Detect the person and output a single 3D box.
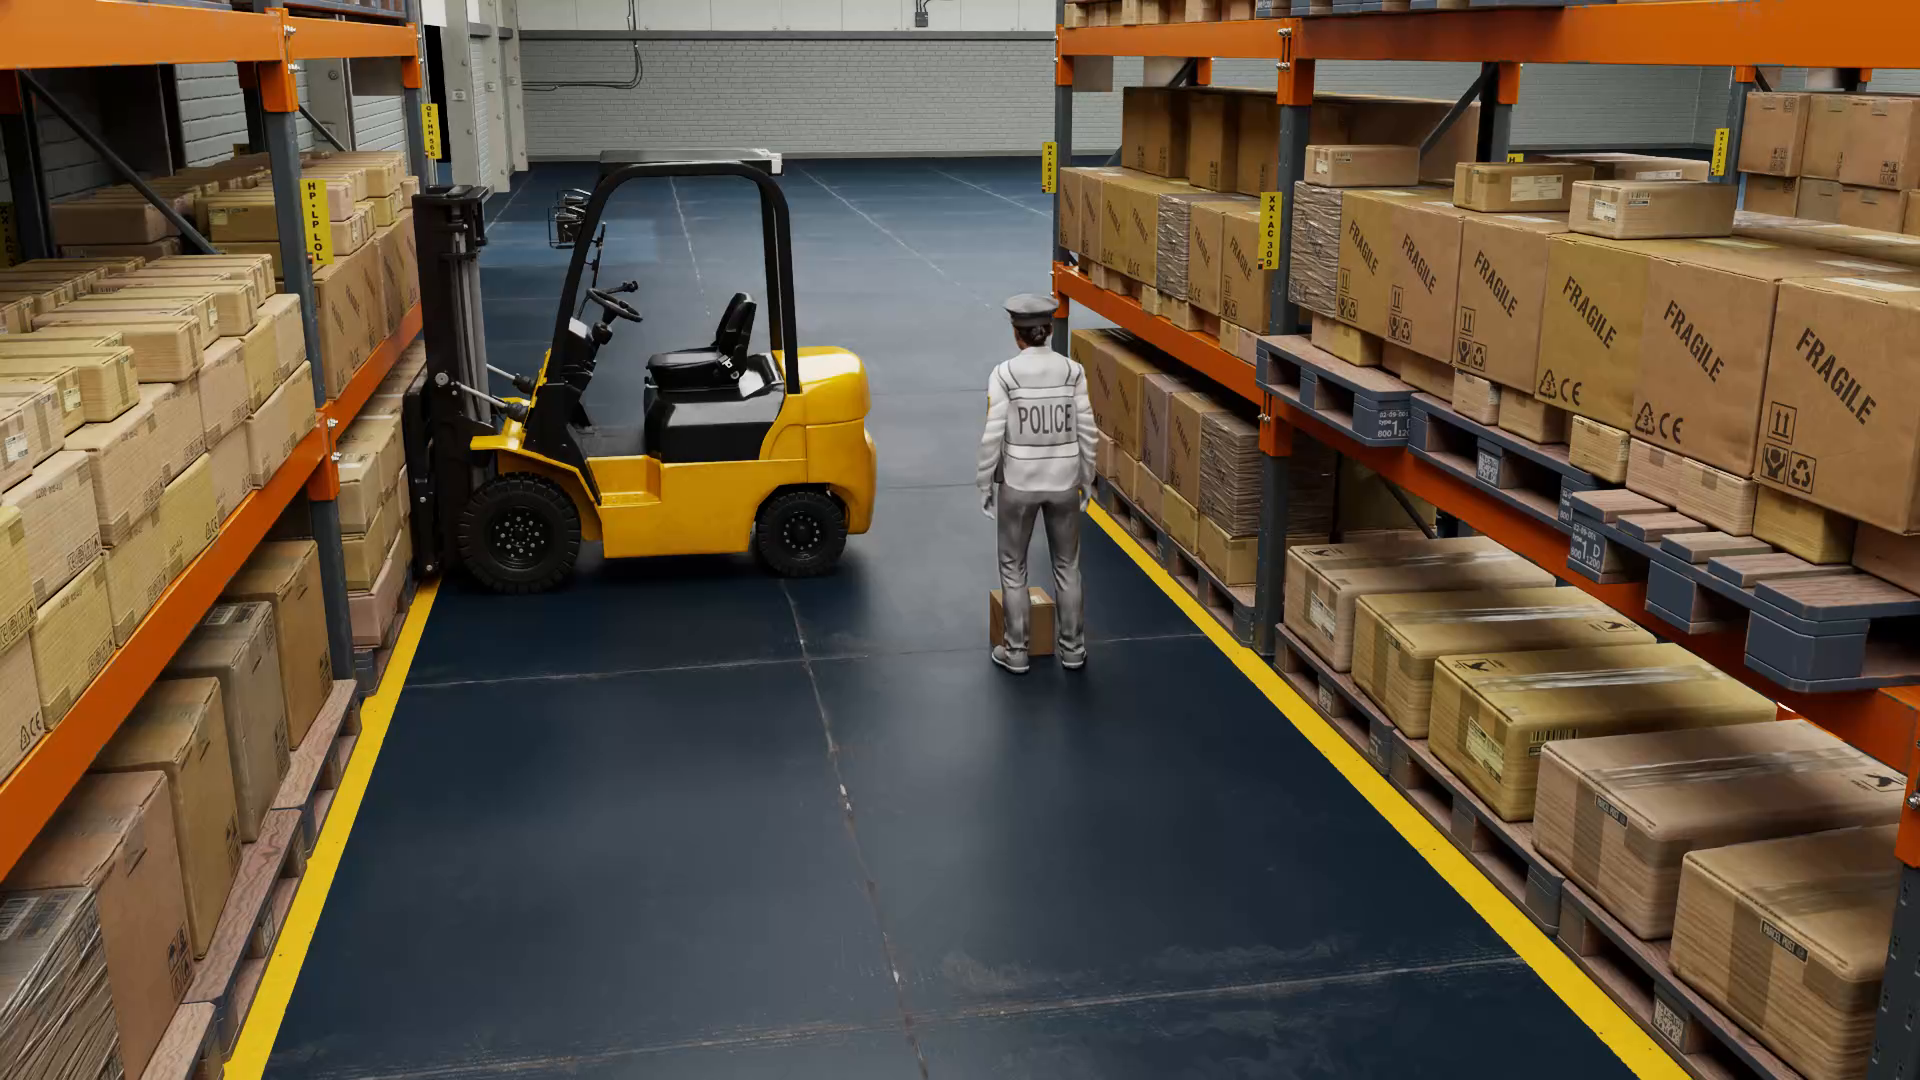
[{"bbox_3d":[0.338,-0.231,7.311,0.535,1.663,0.378,-3,17,-11],"label":"person"}]
